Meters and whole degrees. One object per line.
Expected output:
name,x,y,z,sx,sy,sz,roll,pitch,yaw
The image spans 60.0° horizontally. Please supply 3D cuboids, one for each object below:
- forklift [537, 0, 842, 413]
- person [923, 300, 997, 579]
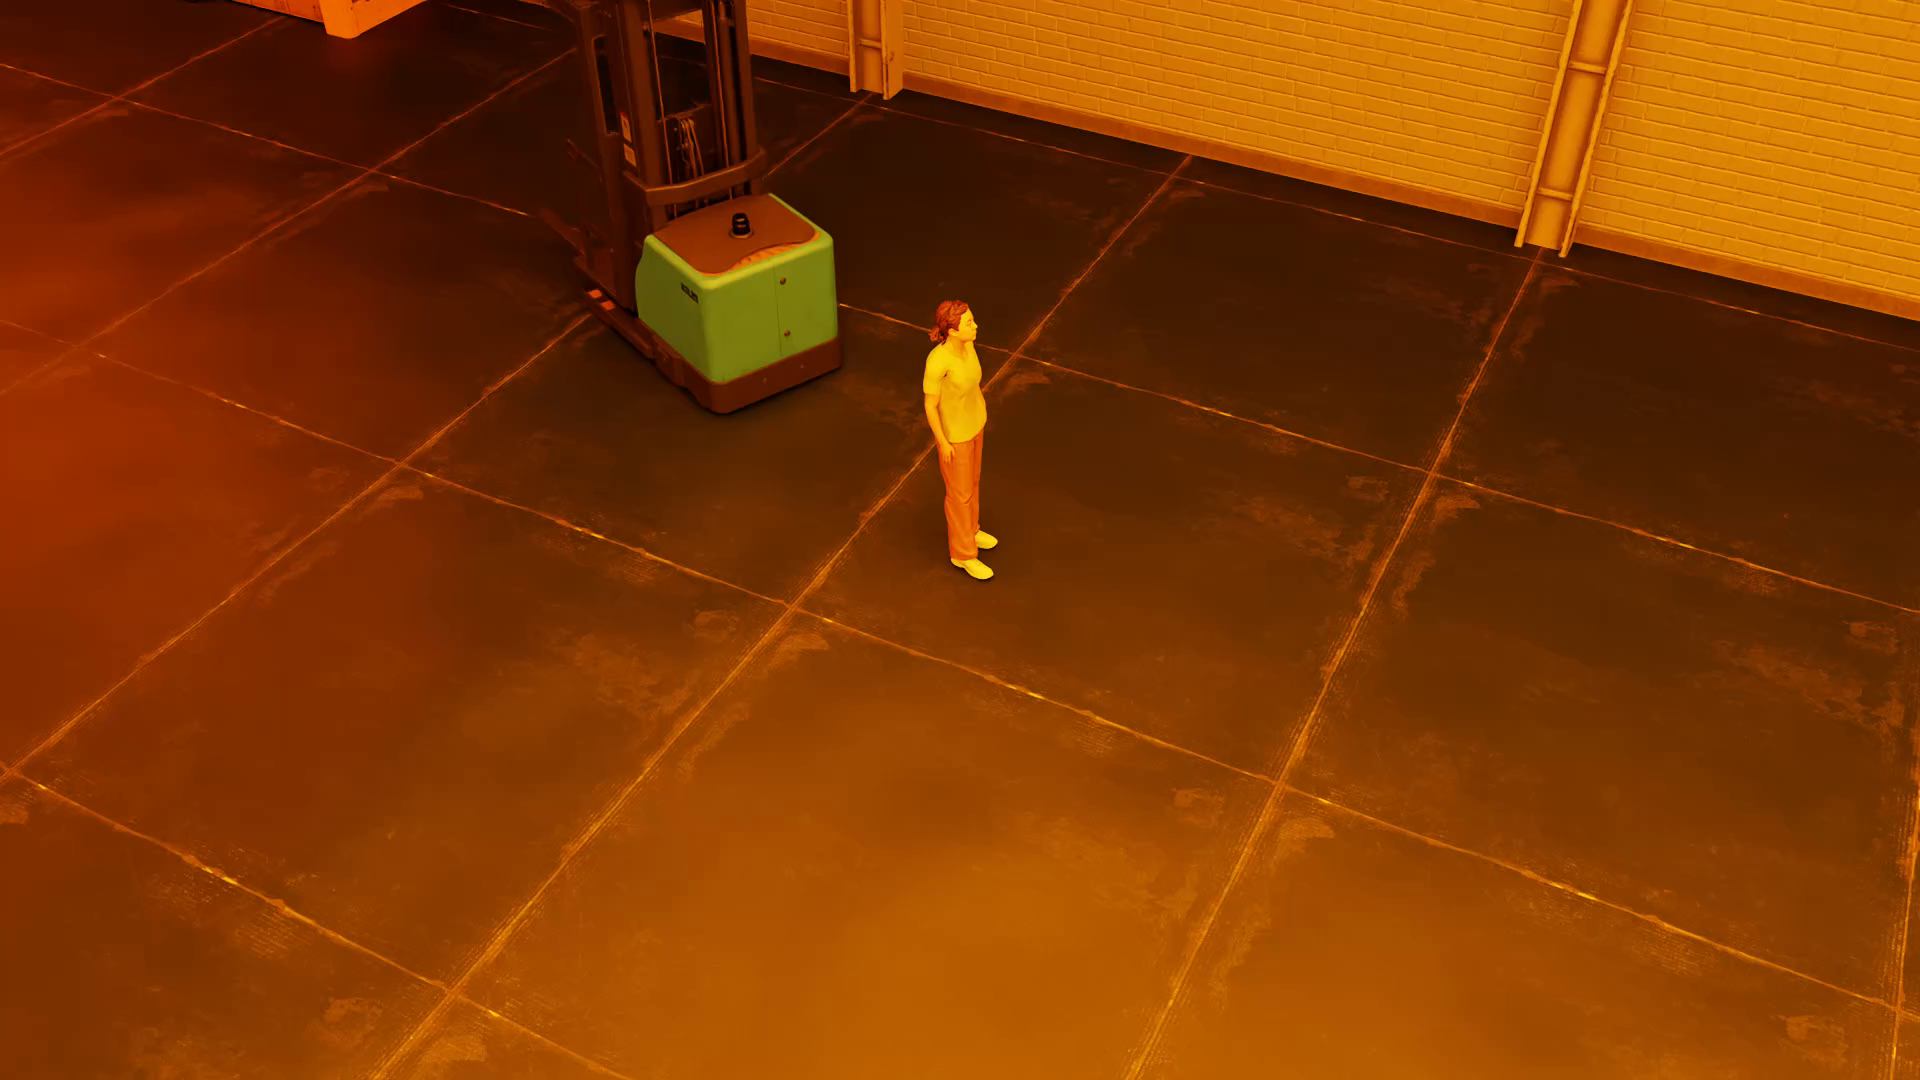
forklift,-2.114,-2.869,11.393,1.130,2.935,3.031,-26,47,-28
person,0.060,-0.620,9.683,0.549,1.672,0.555,18,43,21
